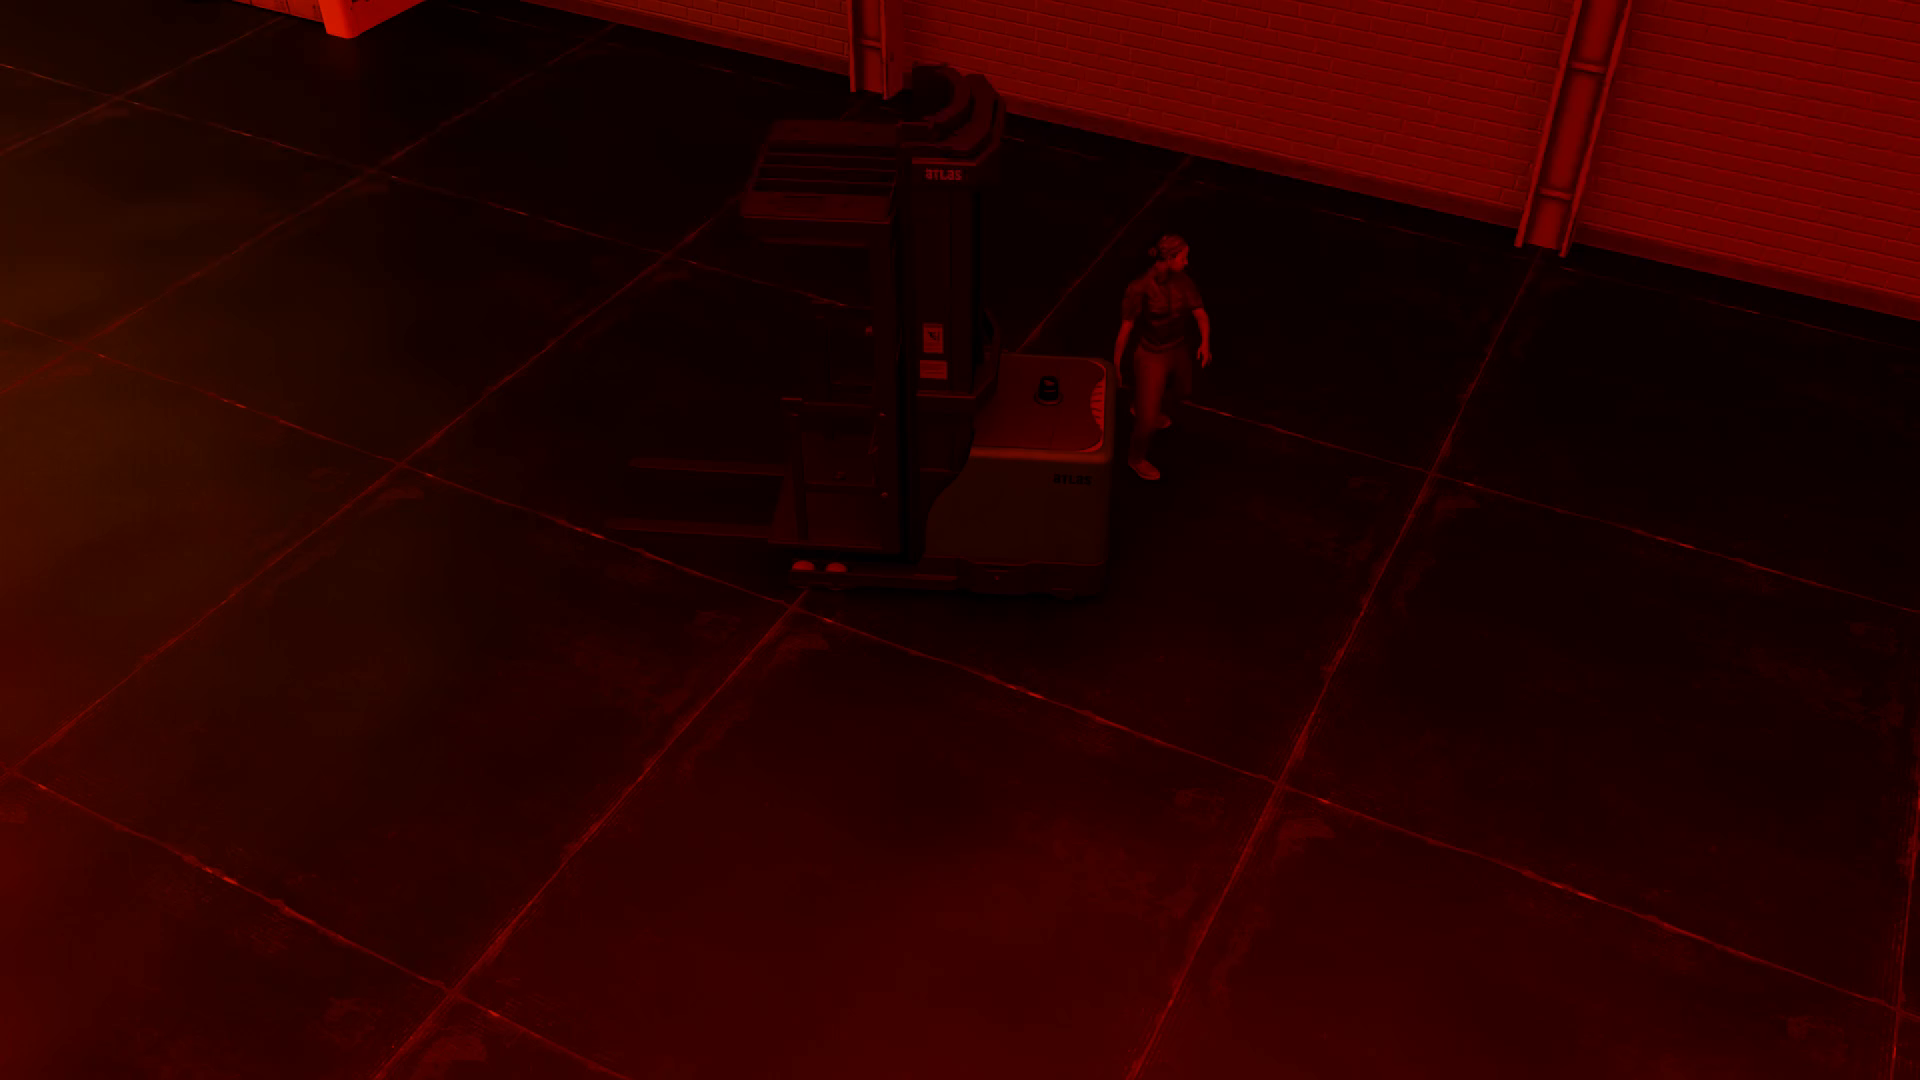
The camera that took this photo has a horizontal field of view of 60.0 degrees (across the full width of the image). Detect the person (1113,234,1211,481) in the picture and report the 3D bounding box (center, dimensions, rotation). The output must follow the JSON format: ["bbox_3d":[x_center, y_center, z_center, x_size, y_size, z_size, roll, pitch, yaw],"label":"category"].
[{"bbox_3d":[1.243,-1.125,10.400,0.728,1.531,0.822,-29,48,-30],"label":"person"}]

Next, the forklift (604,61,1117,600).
[{"bbox_3d":[-0.606,-1.157,9.360,3.031,2.935,1.130,3,40,4],"label":"forklift"}]
